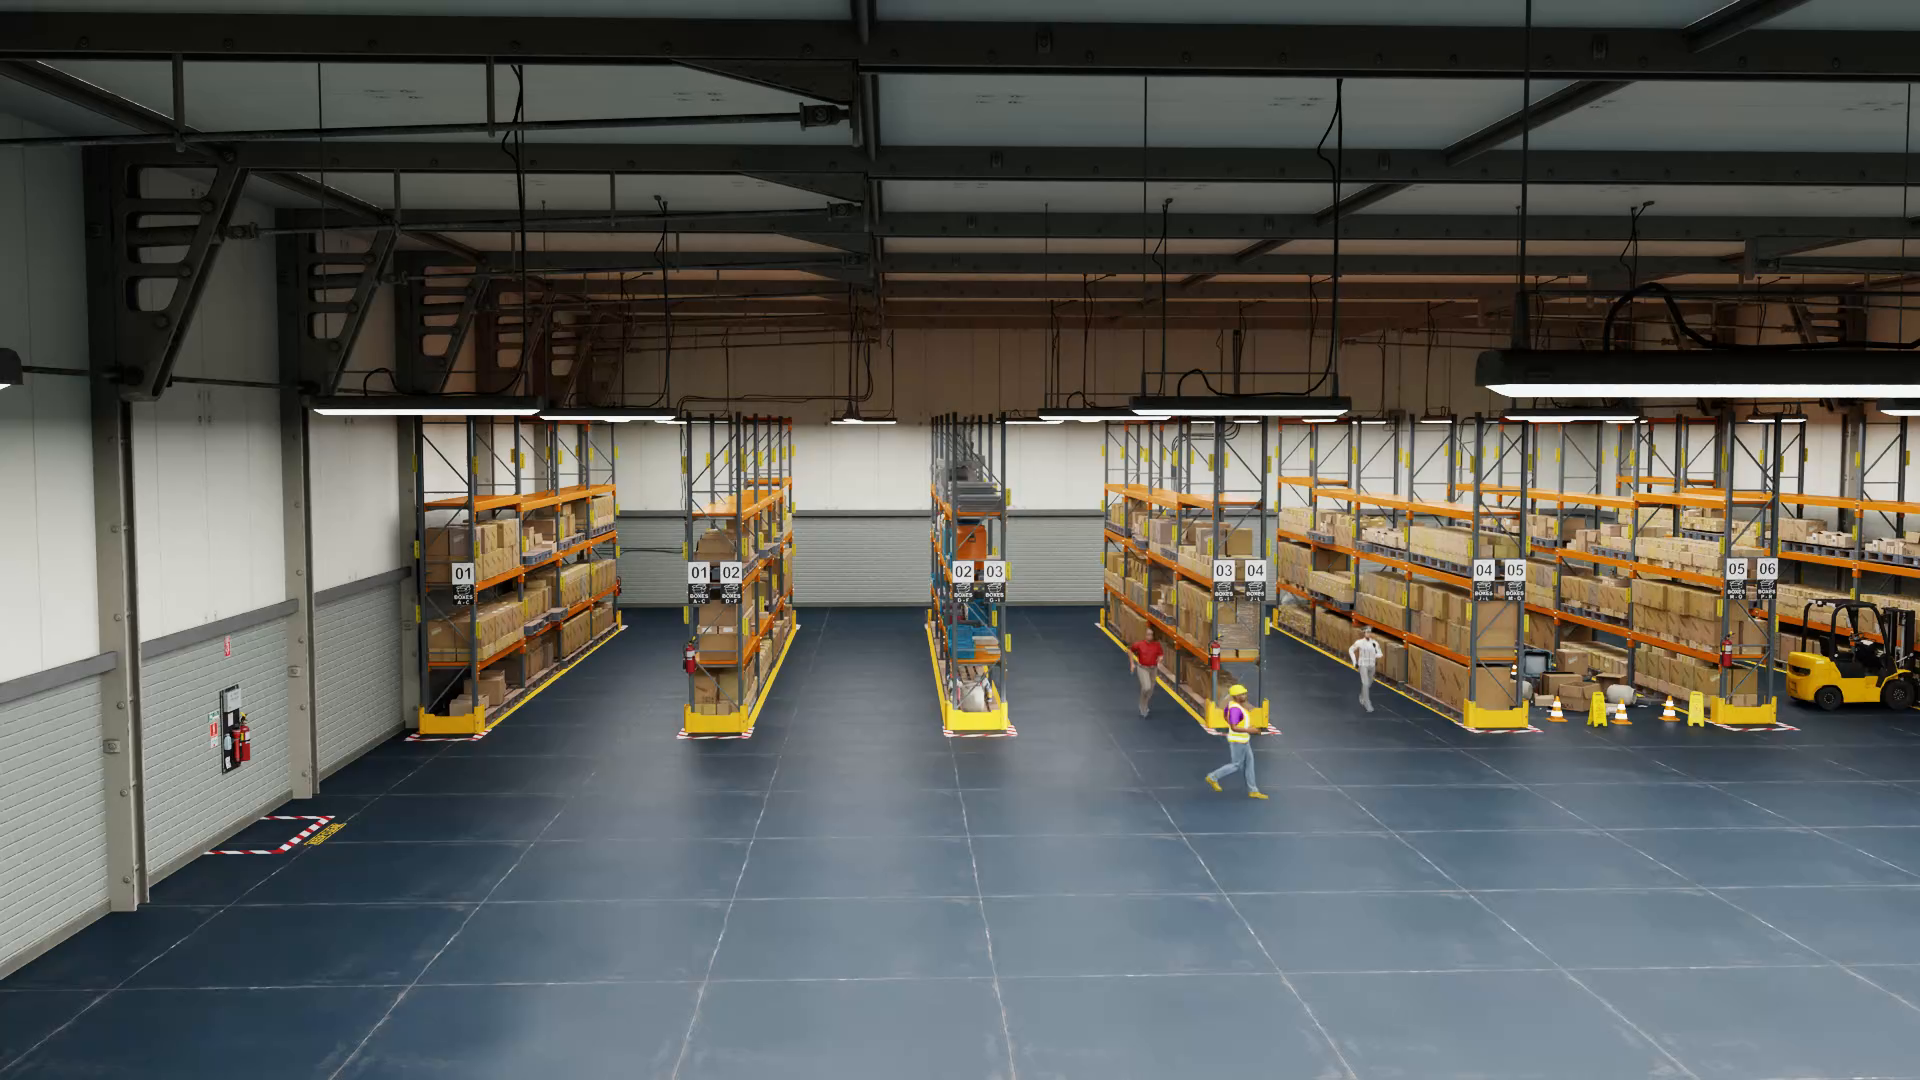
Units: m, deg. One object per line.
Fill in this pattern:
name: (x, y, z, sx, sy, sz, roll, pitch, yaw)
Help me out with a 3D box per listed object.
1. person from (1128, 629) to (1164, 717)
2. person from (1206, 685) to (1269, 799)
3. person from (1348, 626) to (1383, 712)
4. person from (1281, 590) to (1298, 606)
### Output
person: (3.722, 2.635, 32.921, 0.627, 1.767, 0.814, -1, 4, -19)
person: (4.263, 3.095, 25.520, 0.956, 1.762, 0.700, 1, 4, 16)
person: (8.216, 2.568, 33.568, 0.614, 1.684, 0.894, -1, 4, -9)
person: (9.808, 1.547, 49.182, 0.519, 1.703, 0.943, 2, 4, 28)
